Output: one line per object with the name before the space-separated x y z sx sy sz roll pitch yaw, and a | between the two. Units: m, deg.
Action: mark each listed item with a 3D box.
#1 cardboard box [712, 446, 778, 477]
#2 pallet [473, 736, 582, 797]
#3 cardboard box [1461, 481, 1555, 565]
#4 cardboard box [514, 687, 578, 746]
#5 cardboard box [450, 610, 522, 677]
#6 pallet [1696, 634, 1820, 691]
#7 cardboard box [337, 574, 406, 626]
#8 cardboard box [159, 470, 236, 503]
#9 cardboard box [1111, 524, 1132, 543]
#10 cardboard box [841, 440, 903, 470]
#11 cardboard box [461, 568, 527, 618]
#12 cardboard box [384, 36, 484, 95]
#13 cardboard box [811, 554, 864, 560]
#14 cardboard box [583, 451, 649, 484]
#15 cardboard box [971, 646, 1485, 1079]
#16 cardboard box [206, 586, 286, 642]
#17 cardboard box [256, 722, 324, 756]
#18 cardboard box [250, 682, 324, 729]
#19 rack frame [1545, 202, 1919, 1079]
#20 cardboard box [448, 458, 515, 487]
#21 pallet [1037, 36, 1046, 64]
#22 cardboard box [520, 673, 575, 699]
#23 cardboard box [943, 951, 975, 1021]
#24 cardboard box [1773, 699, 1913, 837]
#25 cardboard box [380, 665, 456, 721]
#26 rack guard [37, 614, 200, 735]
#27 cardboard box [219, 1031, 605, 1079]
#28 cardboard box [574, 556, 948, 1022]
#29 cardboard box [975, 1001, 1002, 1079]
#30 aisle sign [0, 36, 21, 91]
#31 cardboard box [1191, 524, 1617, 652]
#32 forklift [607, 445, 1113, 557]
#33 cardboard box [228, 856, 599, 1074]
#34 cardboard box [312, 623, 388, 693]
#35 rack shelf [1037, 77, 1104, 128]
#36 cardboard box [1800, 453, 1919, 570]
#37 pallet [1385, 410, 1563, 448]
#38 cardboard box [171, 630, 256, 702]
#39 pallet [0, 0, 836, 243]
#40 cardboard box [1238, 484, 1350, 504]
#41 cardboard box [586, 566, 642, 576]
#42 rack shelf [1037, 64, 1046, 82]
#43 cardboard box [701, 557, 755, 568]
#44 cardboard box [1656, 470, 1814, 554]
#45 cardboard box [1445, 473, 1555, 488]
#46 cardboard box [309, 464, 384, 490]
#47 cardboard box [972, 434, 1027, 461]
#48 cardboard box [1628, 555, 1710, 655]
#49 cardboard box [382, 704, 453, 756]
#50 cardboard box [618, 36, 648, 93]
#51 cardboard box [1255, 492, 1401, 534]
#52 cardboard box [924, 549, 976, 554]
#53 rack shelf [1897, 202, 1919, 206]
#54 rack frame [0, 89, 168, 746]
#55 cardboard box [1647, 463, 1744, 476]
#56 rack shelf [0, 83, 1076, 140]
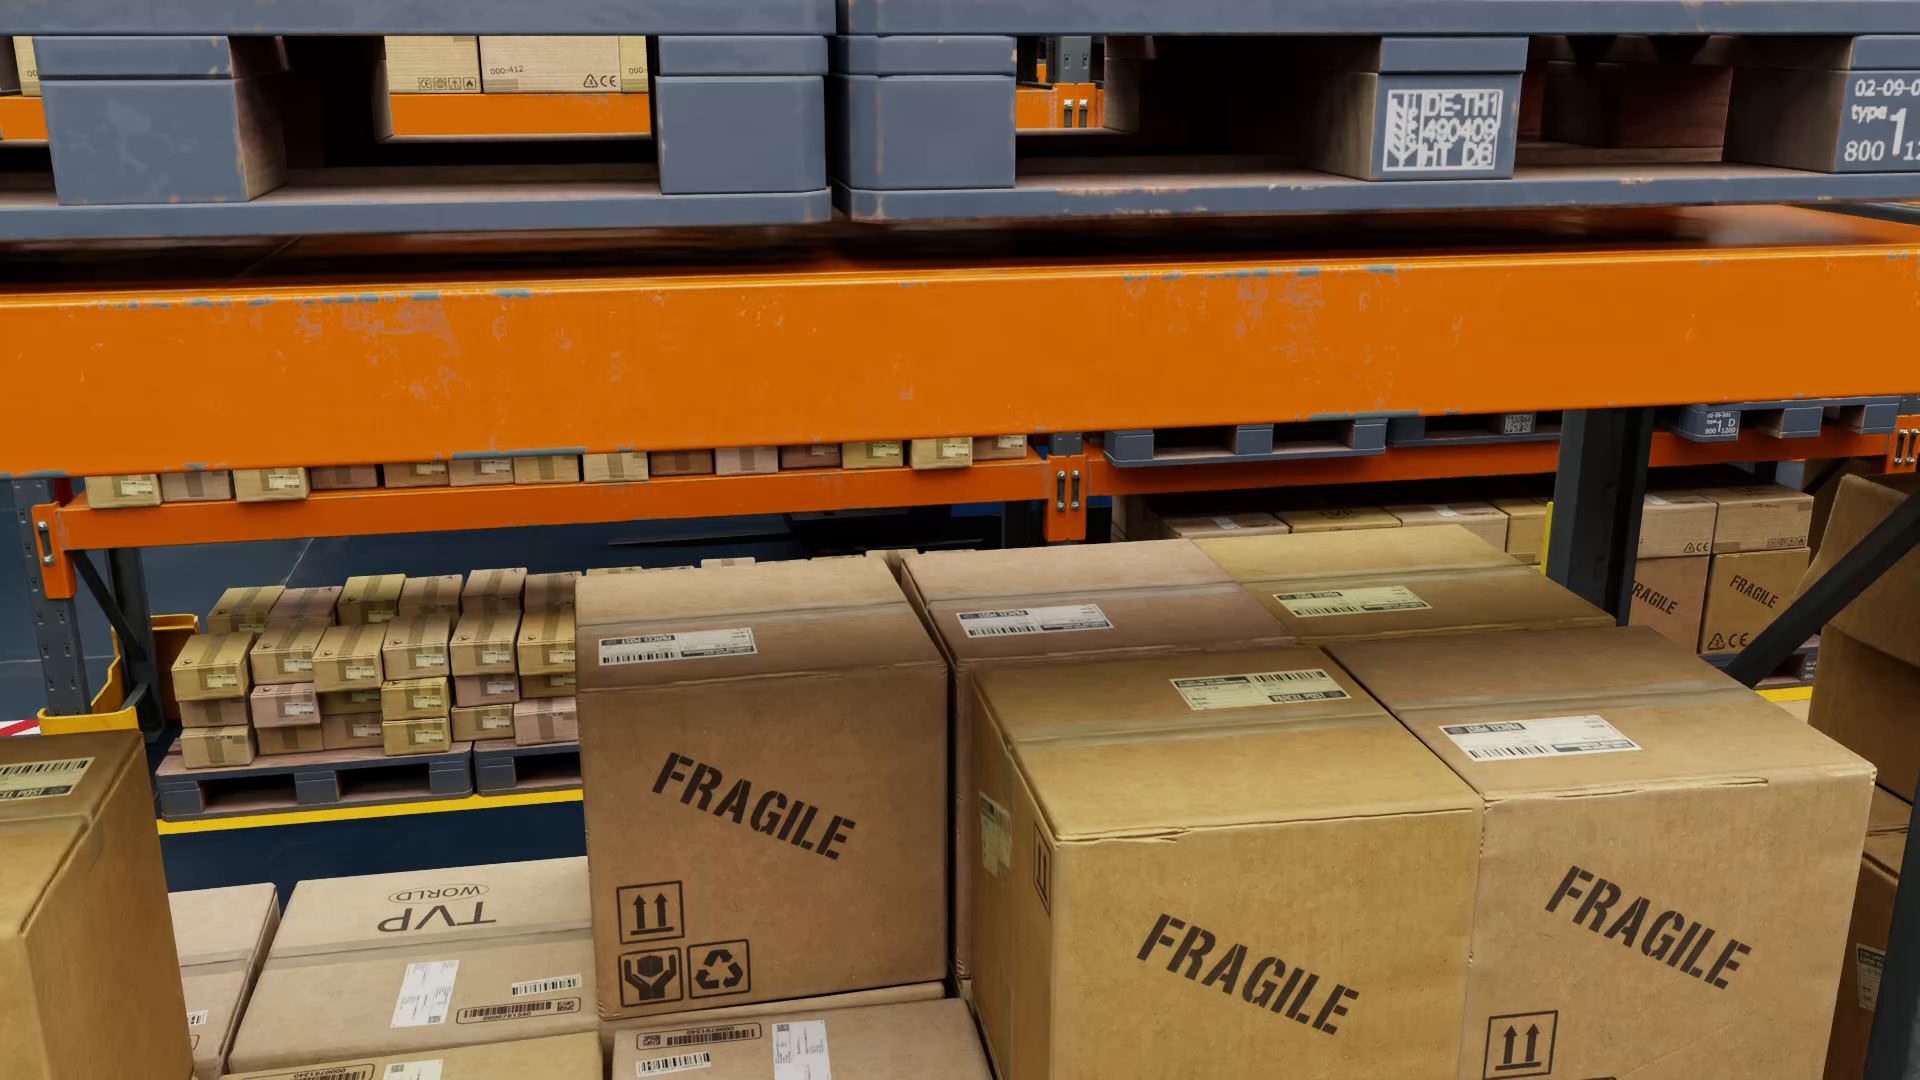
cardboard box | -0.904 -0.387 6.890 0.250 0.149 0.380 -4 18 -13
pallet | -1.496 0.785 7.397 1.213 0.211 1.003 -3 17 -10
cardboard box | 2.667 -0.083 7.738 0.500 0.250 0.500 -3 17 -9
cardboard box | -1.746 0.716 7.012 0.250 0.149 0.380 -4 18 -13
cardboard box | -1.970 0.427 6.940 0.250 0.149 0.380 -3 17 -8
pallet | 3.517 0.489 8.361 1.213 0.211 1.003 -3 17 -10
cardboard box | -2.611 0.285 7.403 0.250 0.149 0.380 -4 17 -12
cardboard box | -2.948 -0.271 6.515 0.250 0.149 0.380 -3 17 -8
cardboard box | 1.036 0.216 8.043 0.500 0.500 0.500 -4 17 -11
cardboard box | -0.385 -0.418 6.991 0.250 0.149 0.380 -3 17 -8
cardboard box | -2.091 0.258 7.491 0.250 0.149 0.380 -3 17 -8
cardboard box | -2.060 -1.816 6.262 0.500 0.250 0.500 -4 17 -12
cardboard box | -0.541 0.199 7.682 0.250 0.149 0.380 -3 17 -11
cardboard box | -1.400 -0.353 6.781 0.250 0.149 0.380 -3 17 -9
cardboard box | 0.306 0.471 2.140 0.500 0.500 0.500 -3 17 -10
cardboard box | -3.098 0.333 7.245 0.250 0.149 0.380 -3 17 -10
cardboard box | -2.754 0.745 6.917 0.250 0.149 0.380 -3 17 -11
cardboard box | -2.727 0.624 6.806 0.250 0.149 0.380 -3 17 -11
rack frame | 1.199 0.771 2.693 0.127 3.000 1.000 -3 17 -10
cardboard box | -1.927 -0.339 6.733 0.250 0.149 0.380 -4 17 -12
pallet | 0.210 -3.494 11.795 1.217 0.209 0.805 -4 18 -13
cardboard box | -1.731 0.532 7.103 0.250 0.149 0.380 -2 17 -8
cardboard box | 0.199 0.677 2.747 0.500 0.250 0.500 -3 17 -11
cardboard box | 1.606 0.618 3.020 0.500 0.500 0.500 -3 17 -10
cardboard box | -2.231 0.602 6.878 0.250 0.149 0.380 -3 17 -9
rack guard | -3.496 0.749 7.022 0.348 0.500 1.175 -3 17 -10
cardboard box | -0.692 0.886 2.068 0.500 0.250 0.500 -4 17 -12
cardboard box | -0.315 0.350 2.534 0.500 0.500 0.500 -4 17 -12
cardboard box | 0.308 0.830 2.249 0.500 0.250 0.500 -3 17 -9
aisle sign | -3.699 -1.767 6.528 0.004 0.787 0.394 -3 17 -10
cardboard box | 0.680 0.295 2.715 0.500 0.500 0.500 -3 17 -10
forklift | -0.608 -1.359 9.746 3.031 2.935 1.130 -4 18 -13
cardboard box | -0.795 0.733 2.566 0.500 0.250 0.500 -3 17 -10
cardboard box | -2.472 0.477 6.776 0.250 0.149 0.380 -3 17 -11
rack shelf | 2.321 -1.866 7.395 4.000 0.370 1.077 -3 17 -10
cardboard box | 4.899 -0.021 8.387 0.750 0.750 1.050 -3 17 -11
pallet | 2.349 -0.674 7.723 1.213 0.211 1.003 -3 17 -10
cardboard box | -2.991 0.505 6.687 0.250 0.149 0.380 -4 18 -13
pallet | -0.802 -0.511 1.909 1.213 0.211 1.003 -3 17 -10
cardboard box | 1.548 -0.168 8.015 0.500 0.250 0.500 -2 17 -8
cardboard box | -1.560 0.252 7.509 0.250 0.149 0.380 -3 17 -10
rack shelf | 1.283 -3.287 12.023 4.000 0.370 1.077 -3 17 -10
cardboard box | -1.058 0.211 7.644 0.250 0.149 0.380 -3 17 -9
cardboard box | 3.663 -0.138 7.918 0.500 0.250 0.500 -4 17 -12
cardboard box | 2.575 -0.231 8.220 0.500 0.250 0.500 -3 17 -10
cardboard box | -2.445 -0.325 6.689 0.250 0.149 0.380 -2 17 -8
cardboard box | 0.121 -0.461 7.132 0.250 0.149 0.380 -3 17 -11
cardboard box | 3.178 0.247 7.942 0.500 0.500 0.500 -3 17 -8
cardboard box | -2.239 0.747 6.912 0.250 0.149 0.380 -3 17 -10
cardboard box | -1.064 -1.869 6.434 0.500 0.250 0.500 -3 17 -11
cardboard box | 1.655 -0.024 7.547 0.500 0.250 0.500 -3 17 -9
cardboard box | -0.020 0.172 7.769 0.250 0.149 0.380 -3 17 -8
rack shelf | 3.163 -0.431 2.721 4.000 0.370 1.077 -3 17 -10
rack frame | -3.570 -0.442 6.642 0.127 3.000 1.000 -3 17 -10
cardboard box | 3.562 -0.283 8.390 0.500 0.250 0.500 -4 18 -13
rack shelf | -1.607 -1.643 6.670 4.000 0.370 1.077 -3 17 -10
